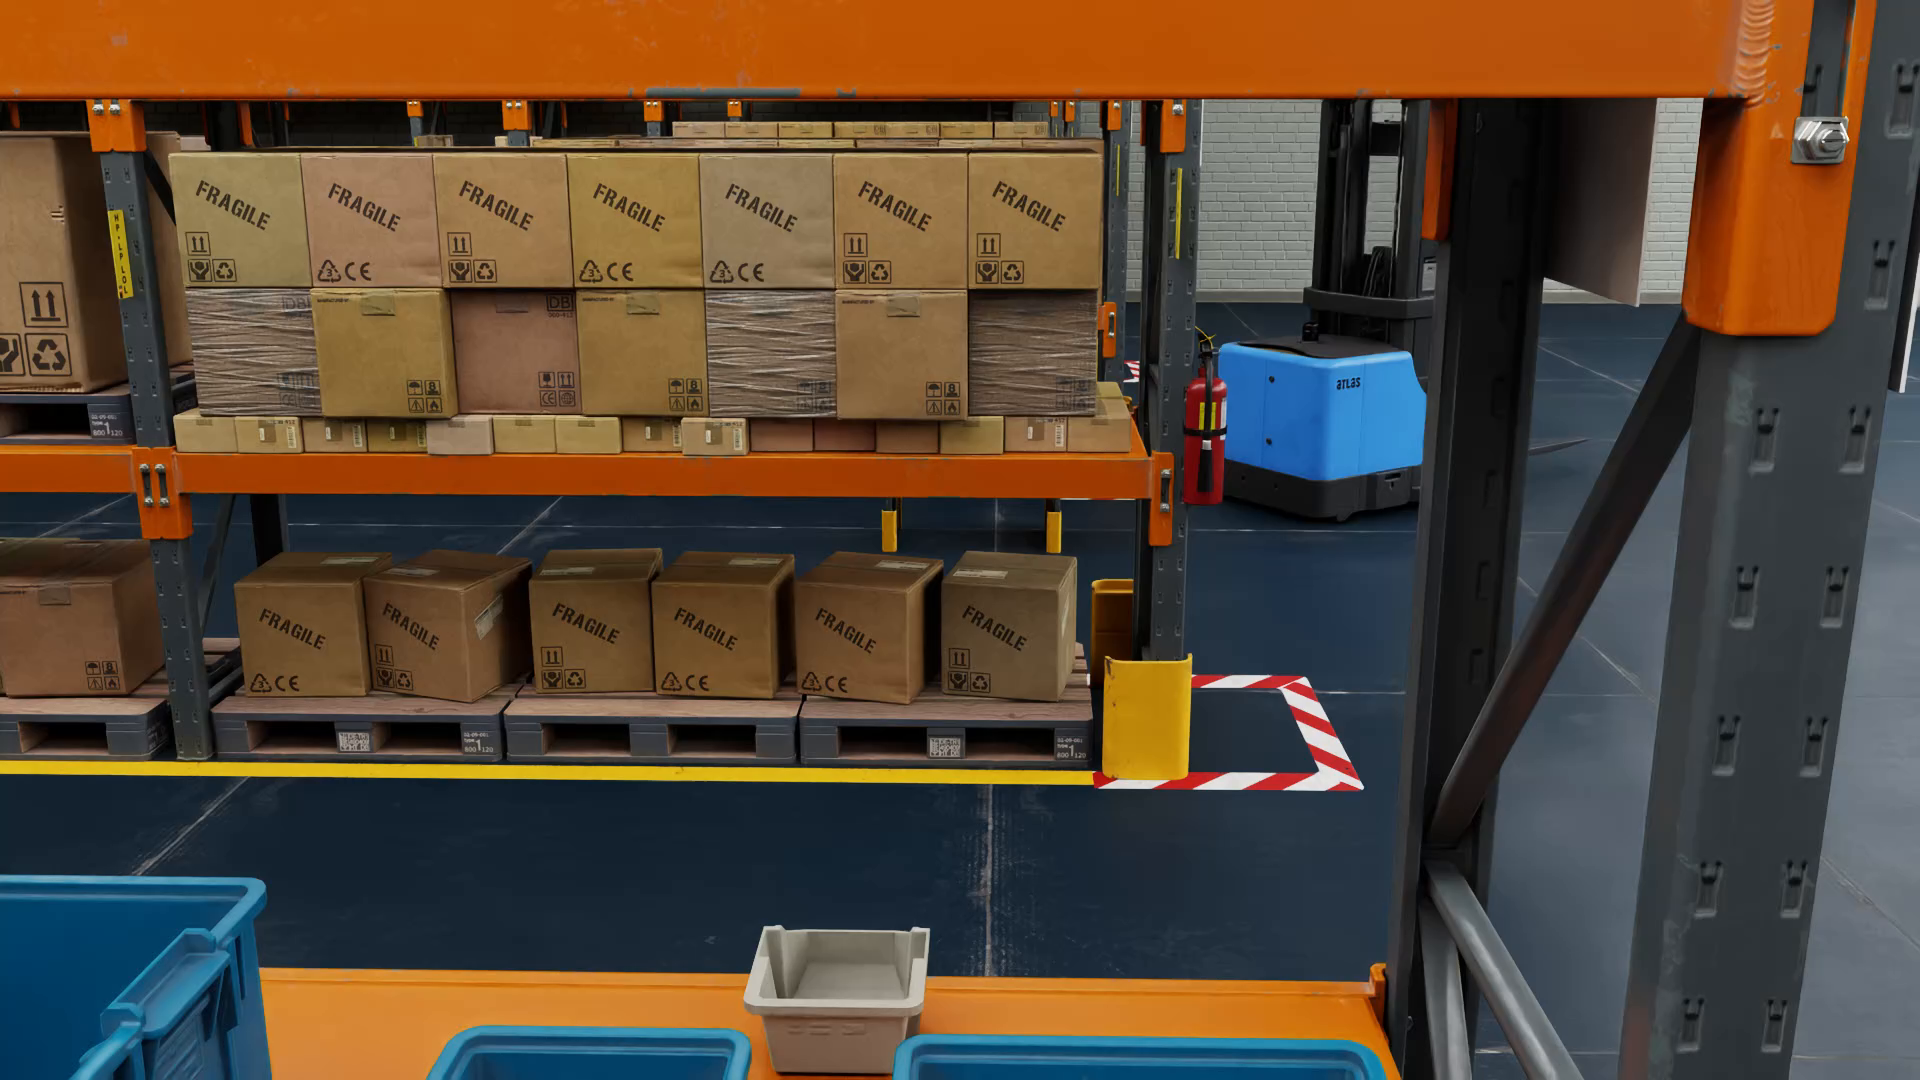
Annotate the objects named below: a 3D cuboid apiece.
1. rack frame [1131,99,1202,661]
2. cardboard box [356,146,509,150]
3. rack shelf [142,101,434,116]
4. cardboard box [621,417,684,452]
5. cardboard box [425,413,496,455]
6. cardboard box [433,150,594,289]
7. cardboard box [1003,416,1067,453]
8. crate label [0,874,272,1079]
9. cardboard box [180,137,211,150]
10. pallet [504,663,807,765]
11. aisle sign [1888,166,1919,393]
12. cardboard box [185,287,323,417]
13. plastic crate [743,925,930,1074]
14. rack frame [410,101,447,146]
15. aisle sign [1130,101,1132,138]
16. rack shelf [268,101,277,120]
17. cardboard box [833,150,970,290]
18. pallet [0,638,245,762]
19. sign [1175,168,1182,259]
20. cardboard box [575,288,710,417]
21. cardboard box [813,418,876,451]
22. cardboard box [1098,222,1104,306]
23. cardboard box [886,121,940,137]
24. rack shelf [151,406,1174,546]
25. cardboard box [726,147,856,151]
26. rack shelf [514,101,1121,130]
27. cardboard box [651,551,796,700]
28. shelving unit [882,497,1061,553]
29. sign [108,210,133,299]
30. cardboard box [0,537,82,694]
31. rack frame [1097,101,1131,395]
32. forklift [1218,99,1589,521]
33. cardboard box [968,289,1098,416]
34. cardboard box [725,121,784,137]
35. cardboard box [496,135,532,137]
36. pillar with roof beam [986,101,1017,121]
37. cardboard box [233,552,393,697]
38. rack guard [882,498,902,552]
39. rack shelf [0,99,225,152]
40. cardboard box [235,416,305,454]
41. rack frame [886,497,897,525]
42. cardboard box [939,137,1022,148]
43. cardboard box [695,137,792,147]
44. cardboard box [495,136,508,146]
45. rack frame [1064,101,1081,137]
[{"bbox_3d":[0.841,-0.634,6.864,0.127,3.000,1.000,0,15,1],"label":"rack frame"},{"bbox_3d":[-2.201,-1.400,7.028,0.500,0.500,0.500,0,15,1],"label":"cardboard box"},{"bbox_3d":[-8.780,-5.595,21.197,4.000,0.370,1.077,0,15,1],"label":"rack shelf"},{"bbox_3d":[-1.200,-0.464,6.712,0.250,0.149,0.380,0,15,1],"label":"cardboard box"},{"bbox_3d":[-1.952,-0.450,6.657,0.250,0.149,0.380,0,15,1],"label":"cardboard box"},{"bbox_3d":[-1.715,-1.262,6.503,0.500,0.500,0.500,0,15,1],"label":"cardboard box"},{"bbox_3d":[0.301,-0.464,6.710,0.250,0.149,0.380,0,15,1],"label":"cardboard box"},{"bbox_3d":[-1.133,0.669,1.856,0.616,0.435,0.502,0,15,1],"label":"crate label"},{"bbox_3d":[-7.427,-3.682,16.260,0.500,0.500,0.500,0,15,0],"label":"cardboard box"},{"bbox_3d":[-1.263,0.691,7.308,1.213,0.211,1.003,0,15,1],"label":"pallet"},{"bbox_3d":[0.778,-0.552,1.455,0.004,0.787,0.394,0,15,1],"label":"aisle sign"},{"bbox_3d":[-2.710,-0.834,6.841,0.500,0.500,0.875,0,15,1],"label":"cardboard box"},{"bbox_3d":[-0.172,0.669,2.443,0.250,0.136,0.298,0,15,1],"label":"plastic crate"},{"bbox_3d":[-6.781,-4.479,21.438,0.127,3.000,1.000,0,15,1],"label":"rack frame"},{"bbox_3d":[1.132,-3.078,11.032,0.004,0.787,0.394,0,15,1],"label":"aisle sign"},{"bbox_3d":[-8.903,-4.329,16.399,4.000,0.370,1.077,0,15,1],"label":"rack shelf"},{"bbox_3d":[-0.216,-1.252,6.467,0.500,0.500,0.500,0,15,1],"label":"cardboard box"},{"bbox_3d":[-3.936,0.683,7.336,1.213,0.211,1.003,0,15,1],"label":"pallet"},{"bbox_3d":[0.806,-1.205,6.140,0.005,0.325,0.100,0,15,1],"label":"sign"},{"bbox_3d":[-1.210,-0.830,6.827,0.500,0.500,0.875,0,15,1],"label":"cardboard box"},{"bbox_3d":[-0.449,-0.470,6.734,0.250,0.149,0.380,0,15,1],"label":"cardboard box"},{"bbox_3d":[0.696,-1.962,11.602,0.550,0.550,0.875,0,15,1],"label":"cardboard box"},{"bbox_3d":[-0.441,-3.767,15.999,0.500,0.500,0.700,0,15,1],"label":"cardboard box"},{"bbox_3d":[-1.159,-0.299,7.005,4.000,0.370,1.077,0,15,1],"label":"rack shelf"},{"bbox_3d":[-0.702,-1.391,6.992,0.500,0.500,0.500,0,15,1],"label":"cardboard box"},{"bbox_3d":[-0.931,-3.014,11.414,4.000,0.370,1.077,0,15,1],"label":"rack shelf"},{"bbox_3d":[-1.007,0.359,7.176,0.500,0.500,0.500,2,15,7],"label":"cardboard box"},{"bbox_3d":[0.076,-0.725,10.147,1.083,1.500,0.587,0,15,1],"label":"shelving unit"},{"bbox_3d":[-3.169,-1.078,6.278,0.005,0.325,0.100,0,15,1],"label":"sign"},{"bbox_3d":[-4.248,0.318,7.291,0.500,0.500,0.700,0,15,1],"label":"cardboard box"},{"bbox_3d":[1.068,-1.898,11.655,0.127,3.000,1.000,0,15,1],"label":"rack frame"},{"bbox_3d":[3.223,-1.805,11.437,3.031,2.935,1.130,-10,18,-33],"label":"forklift"},{"bbox_3d":[0.291,-0.837,6.853,0.500,0.500,0.875,0,15,1],"label":"cardboard box"},{"bbox_3d":[-1.961,-3.796,16.109,0.500,0.500,0.700,0,15,2],"label":"cardboard box"},{"bbox_3d":[-4.455,-3.970,16.635,0.250,0.149,0.380,1,15,5],"label":"cardboard box"},{"bbox_3d":[0.434,-6.465,17.202,0.400,9.000,9.100,0,15,1],"label":"pillar with roof beam"},{"bbox_3d":[-2.759,0.358,7.179,0.500,0.500,0.500,0,15,0],"label":"cardboard box"},{"bbox_3d":[-0.422,-0.124,10.319,0.087,0.250,0.587,0,15,1],"label":"rack guard"},{"bbox_3d":[-5.157,-1.776,6.721,4.000,0.370,1.077,0,15,1],"label":"rack shelf"},{"bbox_3d":[-2.701,-0.456,6.680,0.250,0.149,0.380,0,15,1],"label":"cardboard box"},{"bbox_3d":[-0.423,-0.728,10.159,0.032,1.500,0.500,0,15,1],"label":"rack frame"},{"bbox_3d":[0.146,-2.485,11.469,0.550,0.550,0.875,0,15,1],"label":"cardboard box"},{"bbox_3d":[-1.473,-2.495,11.507,0.550,0.550,0.875,0,15,1],"label":"cardboard box"},{"bbox_3d":[-4.336,-3.839,16.136,0.250,0.149,0.380,0,15,-1],"label":"cardboard box"},{"bbox_3d":[1.094,-3.161,16.443,0.127,3.000,1.000,0,15,1],"label":"rack frame"}]
